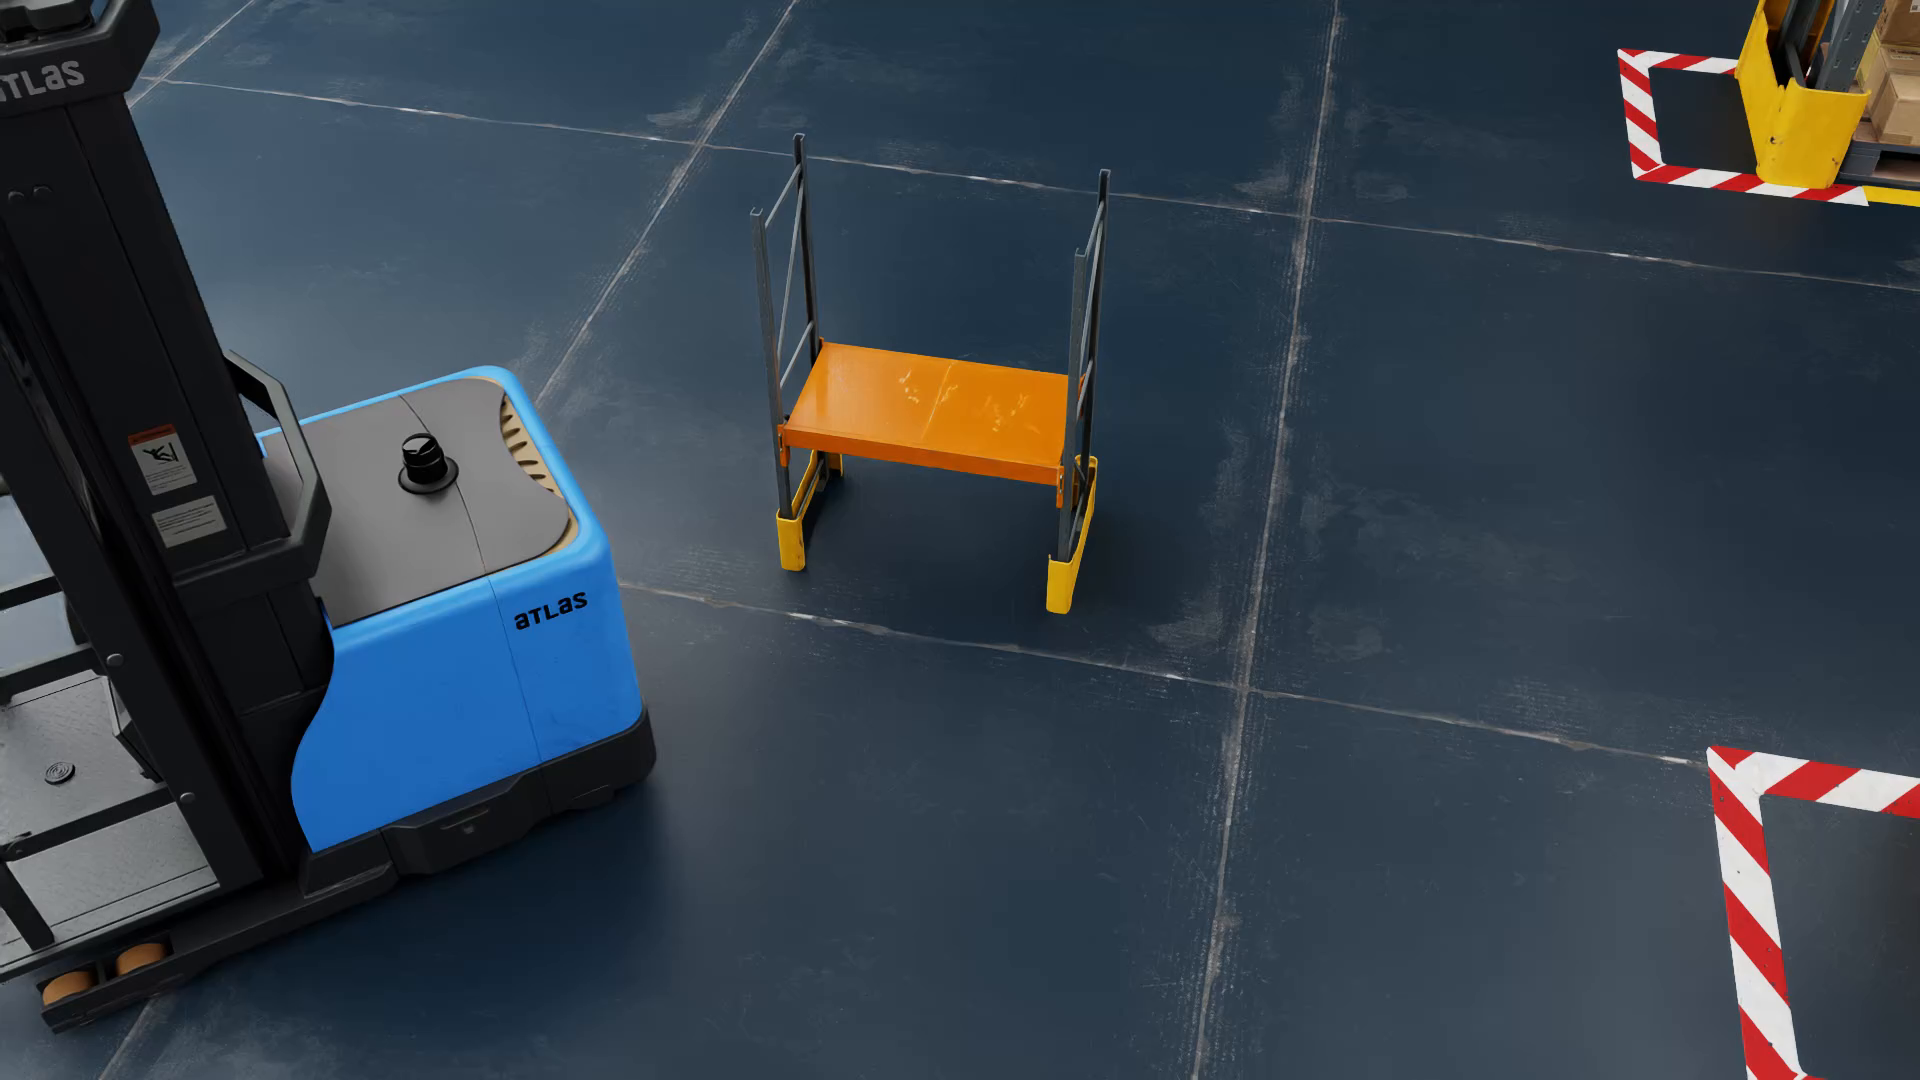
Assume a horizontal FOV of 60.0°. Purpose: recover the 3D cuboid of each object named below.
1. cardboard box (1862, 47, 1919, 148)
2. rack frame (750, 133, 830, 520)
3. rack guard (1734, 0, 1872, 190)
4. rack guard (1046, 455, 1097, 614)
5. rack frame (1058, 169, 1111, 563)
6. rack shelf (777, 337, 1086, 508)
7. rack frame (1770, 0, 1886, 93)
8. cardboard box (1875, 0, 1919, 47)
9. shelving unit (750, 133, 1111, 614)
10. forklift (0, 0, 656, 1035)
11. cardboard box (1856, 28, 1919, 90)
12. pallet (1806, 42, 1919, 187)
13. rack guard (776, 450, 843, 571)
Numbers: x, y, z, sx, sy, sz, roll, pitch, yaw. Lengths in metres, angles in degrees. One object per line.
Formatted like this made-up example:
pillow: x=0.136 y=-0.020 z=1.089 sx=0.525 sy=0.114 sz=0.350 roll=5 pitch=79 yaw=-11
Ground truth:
cardboard box: x=4.661 y=-2.104 z=7.953 sx=0.500 sy=0.250 sz=0.500 roll=9 pitch=45 yaw=9
rack frame: x=-0.579 y=-0.630 z=5.823 sx=0.032 sy=1.500 sz=0.500 roll=9 pitch=45 yaw=9
rack guard: x=4.163 y=-2.278 z=8.257 sx=0.348 sy=0.500 sz=1.175 roll=9 pitch=45 yaw=9
rack guard: x=0.412 y=-0.026 z=6.097 sx=0.087 sy=0.250 sz=0.587 roll=9 pitch=45 yaw=9
rack frame: x=0.413 y=-0.476 z=5.663 sx=0.032 sy=1.500 sz=0.500 roll=9 pitch=45 yaw=9
rack shelf: x=-0.083 y=-0.424 z=5.868 sx=1.000 sy=0.185 sz=0.538 roll=9 pitch=45 yaw=9
rack frame: x=4.186 y=-3.175 z=7.386 sx=0.127 sy=3.000 sz=1.000 roll=9 pitch=45 yaw=9
cardboard box: x=4.774 y=-2.726 z=8.059 sx=0.500 sy=0.500 sz=0.500 roll=9 pitch=45 yaw=9
shelving unit: x=-0.074 y=-0.552 z=5.742 sx=1.083 sy=1.500 sz=0.587 roll=9 pitch=45 yaw=9
forklift: x=-2.530 y=-0.077 z=4.217 sx=3.031 sy=2.935 sz=1.130 roll=-21 pitch=48 yaw=-20
cardboard box: x=4.774 y=-2.455 z=8.317 sx=0.500 sy=0.250 sz=0.500 roll=9 pitch=45 yaw=9
pallet: x=4.941 y=-2.083 z=8.262 sx=1.213 sy=0.211 sz=1.003 roll=9 pitch=45 yaw=9
rack guard: x=-0.560 y=-0.177 z=6.254 sx=0.087 sy=0.250 sz=0.587 roll=9 pitch=45 yaw=9
